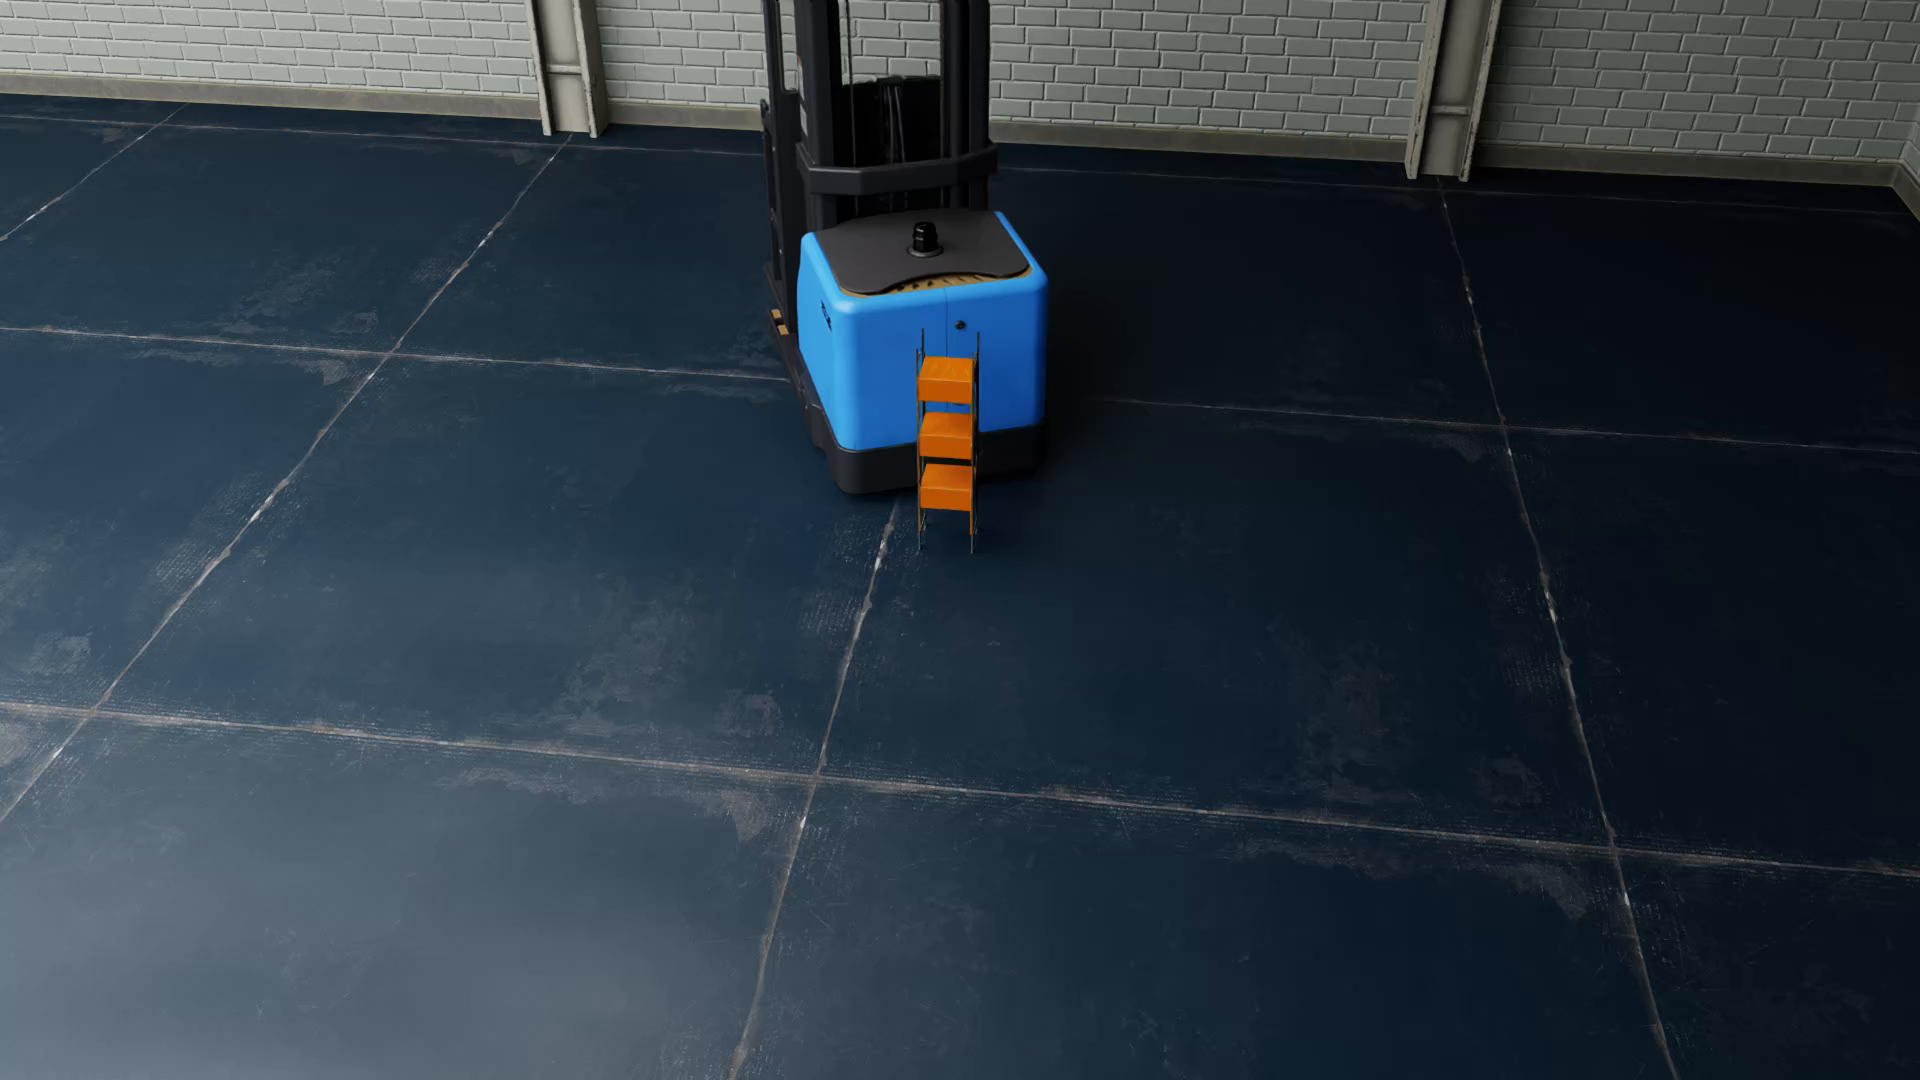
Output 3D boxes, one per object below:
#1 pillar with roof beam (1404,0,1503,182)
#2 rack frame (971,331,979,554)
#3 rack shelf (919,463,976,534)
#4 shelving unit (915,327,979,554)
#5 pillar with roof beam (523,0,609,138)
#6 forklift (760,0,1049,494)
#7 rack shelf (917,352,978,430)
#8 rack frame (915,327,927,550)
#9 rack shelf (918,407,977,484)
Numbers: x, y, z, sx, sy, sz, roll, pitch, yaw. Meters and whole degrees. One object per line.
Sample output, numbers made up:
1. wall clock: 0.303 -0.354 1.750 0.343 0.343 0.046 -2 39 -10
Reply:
1. pillar with roof beam: 2.672 -3.679 5.159 0.400 9.000 9.100 4 36 6
2. rack frame: 0.068 -0.422 7.438 0.008 1.050 0.200 4 36 6
3. rack shelf: -0.053 -0.196 7.618 0.240 0.259 0.215 4 36 6
4. shelving unit: -0.053 -0.431 7.451 0.252 1.050 0.215 4 36 6
5. pillar with roof beam: -3.280 -4.123 5.781 0.400 9.000 9.100 4 36 6
6. forklift: -0.459 -2.268 8.404 1.130 2.935 3.031 -9 37 -13
7. rack shelf: -0.053 -0.654 7.292 0.240 0.259 0.215 4 36 6
8. rack frame: -0.174 -0.440 7.463 0.008 1.050 0.200 4 36 6
9. rack shelf: -0.053 -0.423 7.457 0.240 0.259 0.215 4 36 6
